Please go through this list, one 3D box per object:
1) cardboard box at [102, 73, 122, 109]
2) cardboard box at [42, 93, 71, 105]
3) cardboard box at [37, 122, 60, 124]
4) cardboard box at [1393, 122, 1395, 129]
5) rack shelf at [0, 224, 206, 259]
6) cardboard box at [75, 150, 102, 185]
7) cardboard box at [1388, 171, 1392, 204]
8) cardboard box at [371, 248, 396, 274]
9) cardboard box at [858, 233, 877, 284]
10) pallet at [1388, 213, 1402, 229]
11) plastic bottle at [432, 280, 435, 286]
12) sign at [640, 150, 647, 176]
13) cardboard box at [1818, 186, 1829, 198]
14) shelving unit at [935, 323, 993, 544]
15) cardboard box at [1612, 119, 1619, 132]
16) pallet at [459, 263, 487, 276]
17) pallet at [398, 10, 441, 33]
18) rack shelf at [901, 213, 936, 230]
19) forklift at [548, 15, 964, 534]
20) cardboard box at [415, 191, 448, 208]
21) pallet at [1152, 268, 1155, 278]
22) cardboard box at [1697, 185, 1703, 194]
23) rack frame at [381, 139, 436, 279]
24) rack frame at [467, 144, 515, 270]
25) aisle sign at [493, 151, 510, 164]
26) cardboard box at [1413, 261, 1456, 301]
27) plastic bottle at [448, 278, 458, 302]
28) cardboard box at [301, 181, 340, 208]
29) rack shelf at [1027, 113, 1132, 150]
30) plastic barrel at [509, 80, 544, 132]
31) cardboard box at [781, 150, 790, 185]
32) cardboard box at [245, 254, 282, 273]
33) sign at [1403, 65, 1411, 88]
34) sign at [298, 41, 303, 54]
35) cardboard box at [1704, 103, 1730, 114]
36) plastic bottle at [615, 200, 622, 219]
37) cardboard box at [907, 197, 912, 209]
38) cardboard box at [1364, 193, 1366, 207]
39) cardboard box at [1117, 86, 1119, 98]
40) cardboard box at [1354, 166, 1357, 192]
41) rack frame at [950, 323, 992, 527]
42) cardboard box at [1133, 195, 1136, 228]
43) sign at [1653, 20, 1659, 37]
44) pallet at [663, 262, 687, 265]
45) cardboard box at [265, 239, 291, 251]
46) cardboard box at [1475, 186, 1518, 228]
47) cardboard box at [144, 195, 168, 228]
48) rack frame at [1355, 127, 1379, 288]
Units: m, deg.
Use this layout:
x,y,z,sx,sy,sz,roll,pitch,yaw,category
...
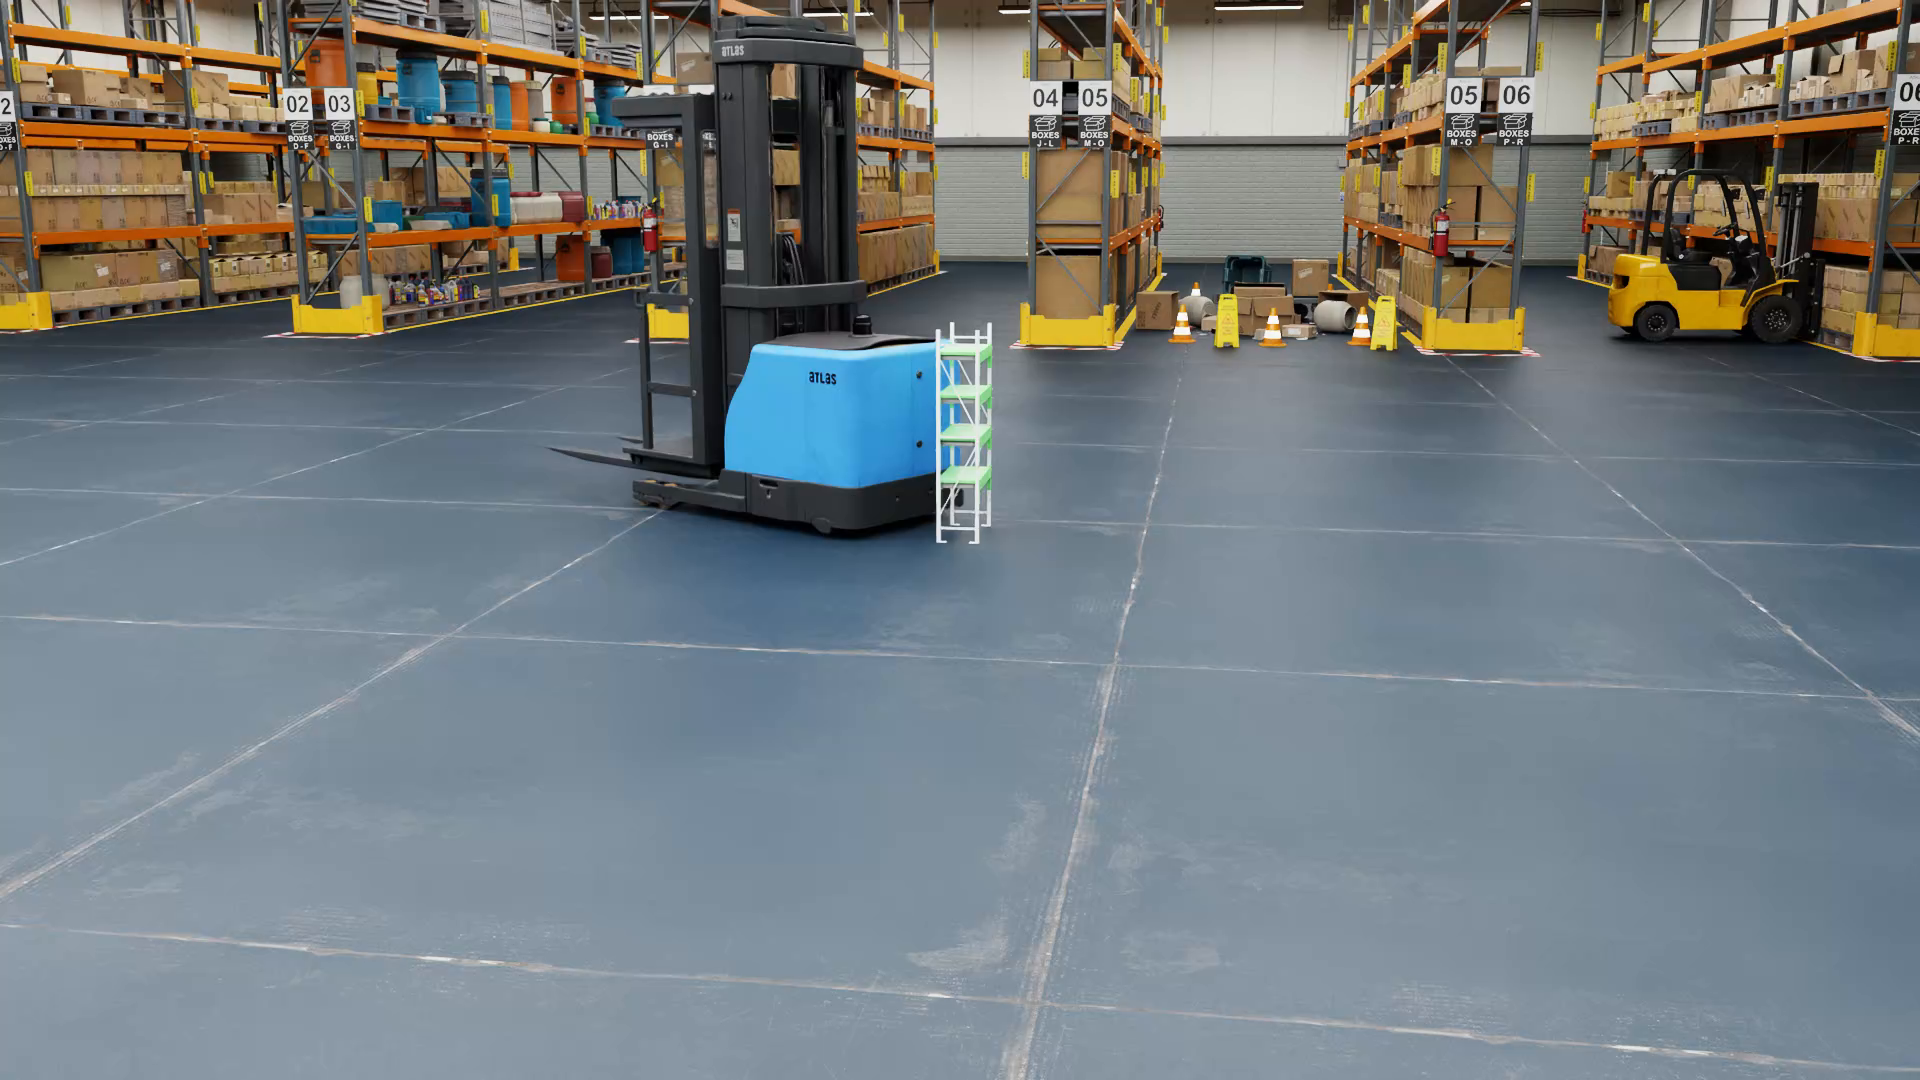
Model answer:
x,y,z,sx,sy,sz,roll,pitch,yaw,category
-13.080,-6.730,24.906,0.797,0.503,0.637,3,13,15,cardboard box
-12.962,-6.302,23.762,0.380,0.149,0.250,2,12,9,cardboard box
-16.826,-7.544,30.424,0.500,0.311,0.500,2,12,9,cardboard box
7.277,-6.751,27.176,0.380,0.149,0.250,2,12,9,cardboard box
-13.009,-4.510,25.008,1.077,0.370,4.000,2,12,9,rack shelf
-13.072,-5.451,24.349,0.700,0.500,0.500,2,12,9,cardboard box
7.047,-5.562,26.240,0.500,0.500,0.500,2,12,10,cardboard box
-11.502,-5.511,32.836,0.500,0.500,0.500,1,12,7,cardboard box
-2.172,-5.098,30.078,1.225,0.875,0.875,1,12,6,cardboard box
7.229,-4.961,25.847,1.003,0.211,1.213,2,12,9,pallet
-8.290,-3.946,26.115,0.097,0.271,0.097,0,12,0,plastic bottle
-4.074,-4.866,21.455,0.100,0.325,0.005,2,12,9,sign
11.217,-4.462,21.301,0.380,0.149,0.250,2,12,7,cardboard box
0.025,-0.621,9.527,0.258,1.200,0.503,2,12,9,shelving unit
13.085,-8.107,32.521,0.500,0.250,0.500,2,12,8,cardboard box
-11.179,-5.978,36.730,1.003,0.211,1.213,2,12,9,pallet
-8.092,-7.334,23.563,1.003,0.211,1.213,2,12,9,pallet
-1.376,-6.686,35.106,1.077,0.370,4.000,2,12,9,rack shelf
-1.438,-1.699,10.420,3.031,2.935,1.130,10,16,38,forklift
-11.124,-7.089,35.032,0.500,0.500,0.500,2,12,10,cardboard box
3.646,-5.726,35.560,1.003,0.211,1.213,2,12,9,pallet
12.059,-5.617,26.660,0.380,0.149,0.250,2,12,10,cardboard box
-11.471,-6.943,34.591,1.000,3.000,0.127,2,12,9,rack frame
-10.856,-7.776,38.455,1.000,3.000,0.127,2,12,9,rack frame
-10.543,-9.051,38.201,0.394,0.787,0.004,2,12,9,aisle sign
6.290,-3.419,21.988,0.500,0.500,0.500,2,12,7,cardboard box
-7.701,-3.786,25.186,0.144,0.351,0.185,2,12,8,plastic bottle
-12.101,-6.500,31.298,0.700,0.500,0.500,-2,12,-10,cardboard box
1.664,-5.473,22.355,1.077,0.370,4.000,2,12,9,rack shelf
-7.533,-7.497,28.850,0.600,0.901,0.600,0,12,0,plastic barrel
-2.787,-5.433,24.264,0.500,0.500,0.500,2,12,9,cardboard box
-12.157,-4.811,28.897,0.500,0.311,0.500,2,12,10,cardboard box
6.329,-6.564,23.549,0.100,0.325,0.005,2,12,9,sign
-15.217,-11.343,38.362,0.100,0.325,0.005,2,12,9,sign
12.045,-6.851,26.365,0.380,0.166,0.250,2,12,9,cardboard box
-6.565,-6.327,31.847,0.144,0.351,0.185,2,12,9,plastic bottle
-1.271,-6.886,33.977,0.500,0.250,0.500,2,12,8,cardboard box
7.606,-6.175,30.198,0.500,0.250,0.500,2,12,9,cardboard box
1.842,-5.758,21.336,0.380,0.149,0.250,2,12,9,cardboard box
7.994,-7.051,32.479,0.500,0.500,0.500,2,12,8,cardboard box
0.063,-0.672,9.763,0.240,1.200,0.015,2,12,9,rack frame
2.475,-5.133,25.955,0.500,0.500,0.500,2,12,8,cardboard box
14.174,-10.418,33.879,0.100,0.325,0.005,2,12,9,sign
-6.127,-6.081,37.210,1.003,0.211,1.213,2,12,9,pallet
-15.837,-6.666,38.241,0.700,0.500,0.500,2,12,8,cardboard box
6.610,-4.086,20.391,0.500,0.500,0.500,2,12,8,cardboard box
-12.838,-5.124,25.913,0.700,0.500,0.500,2,12,8,cardboard box
8.109,-6.300,31.608,1.000,3.000,0.127,2,12,9,rack frame
